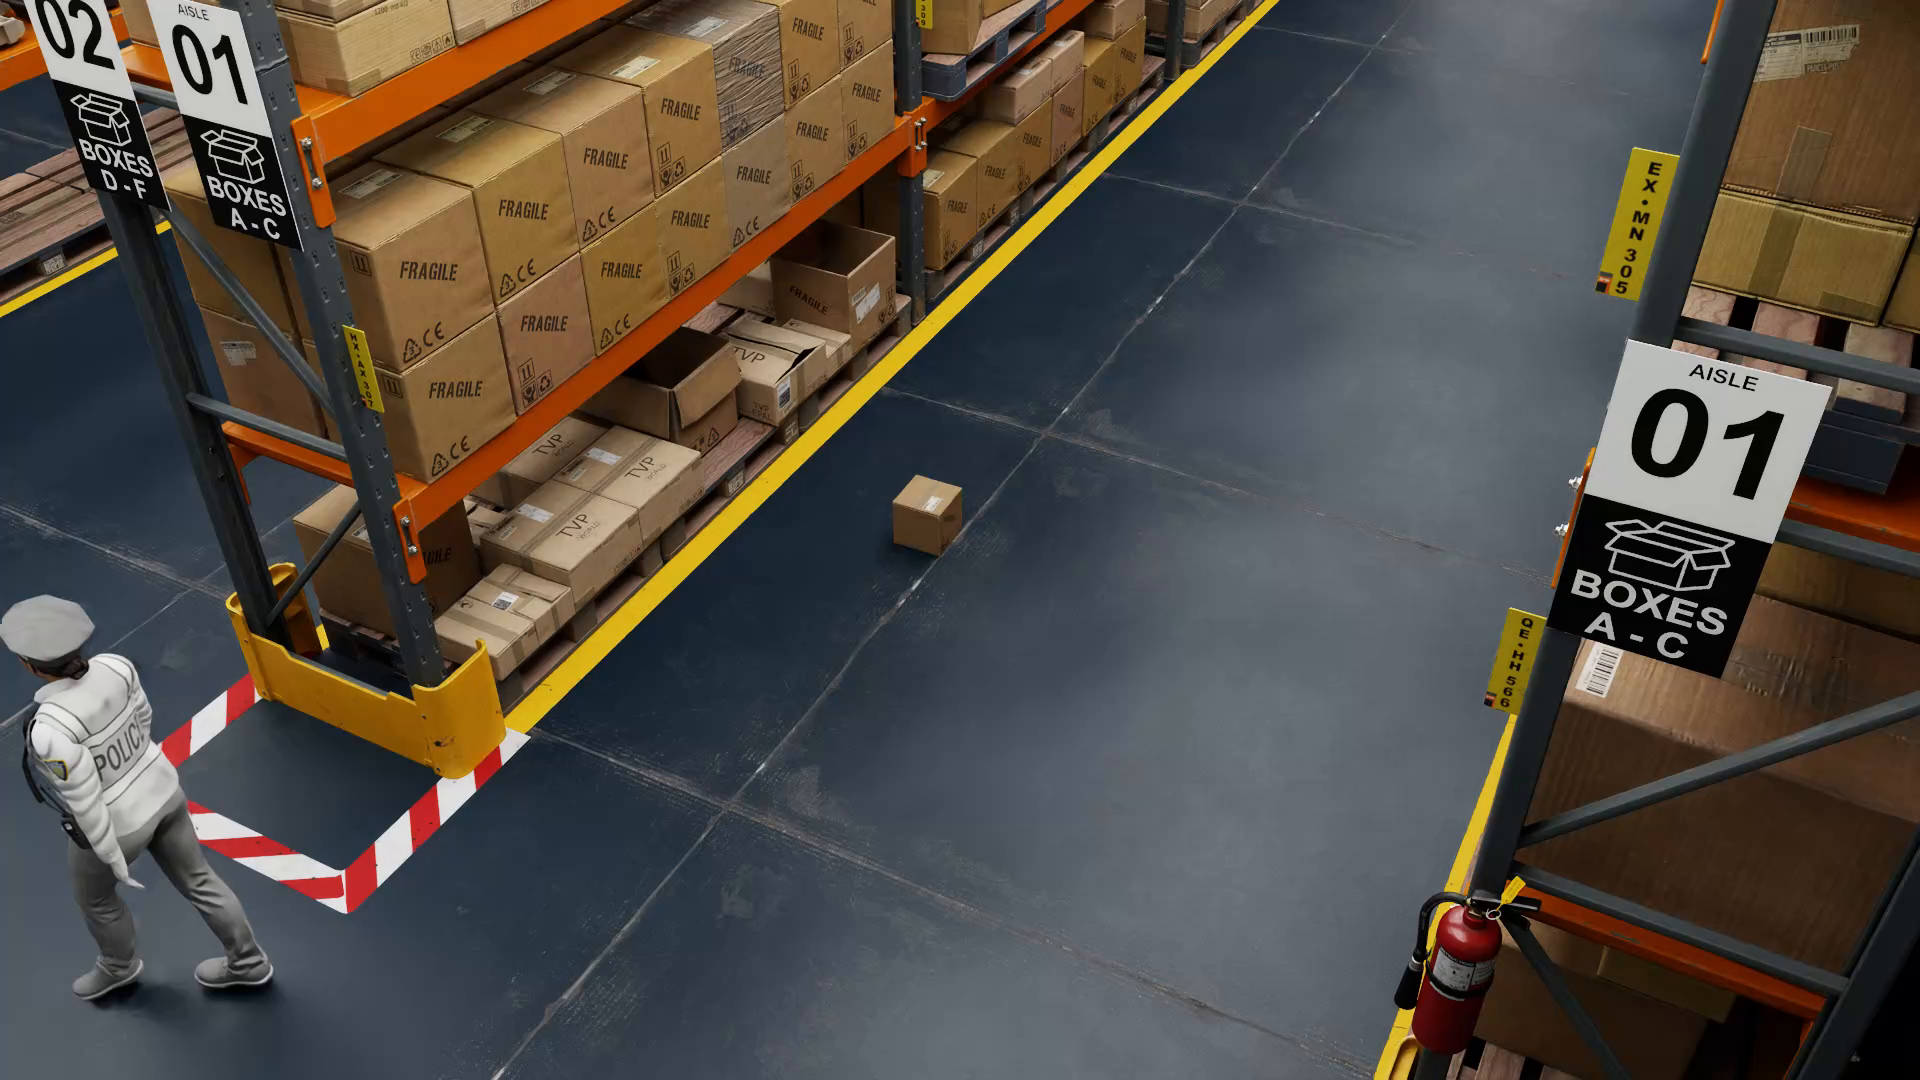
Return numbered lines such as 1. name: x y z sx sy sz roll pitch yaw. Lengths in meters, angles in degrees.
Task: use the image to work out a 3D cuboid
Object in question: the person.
1. person: -2.816 0.902 5.595 0.709 1.707 0.509 10 39 13
